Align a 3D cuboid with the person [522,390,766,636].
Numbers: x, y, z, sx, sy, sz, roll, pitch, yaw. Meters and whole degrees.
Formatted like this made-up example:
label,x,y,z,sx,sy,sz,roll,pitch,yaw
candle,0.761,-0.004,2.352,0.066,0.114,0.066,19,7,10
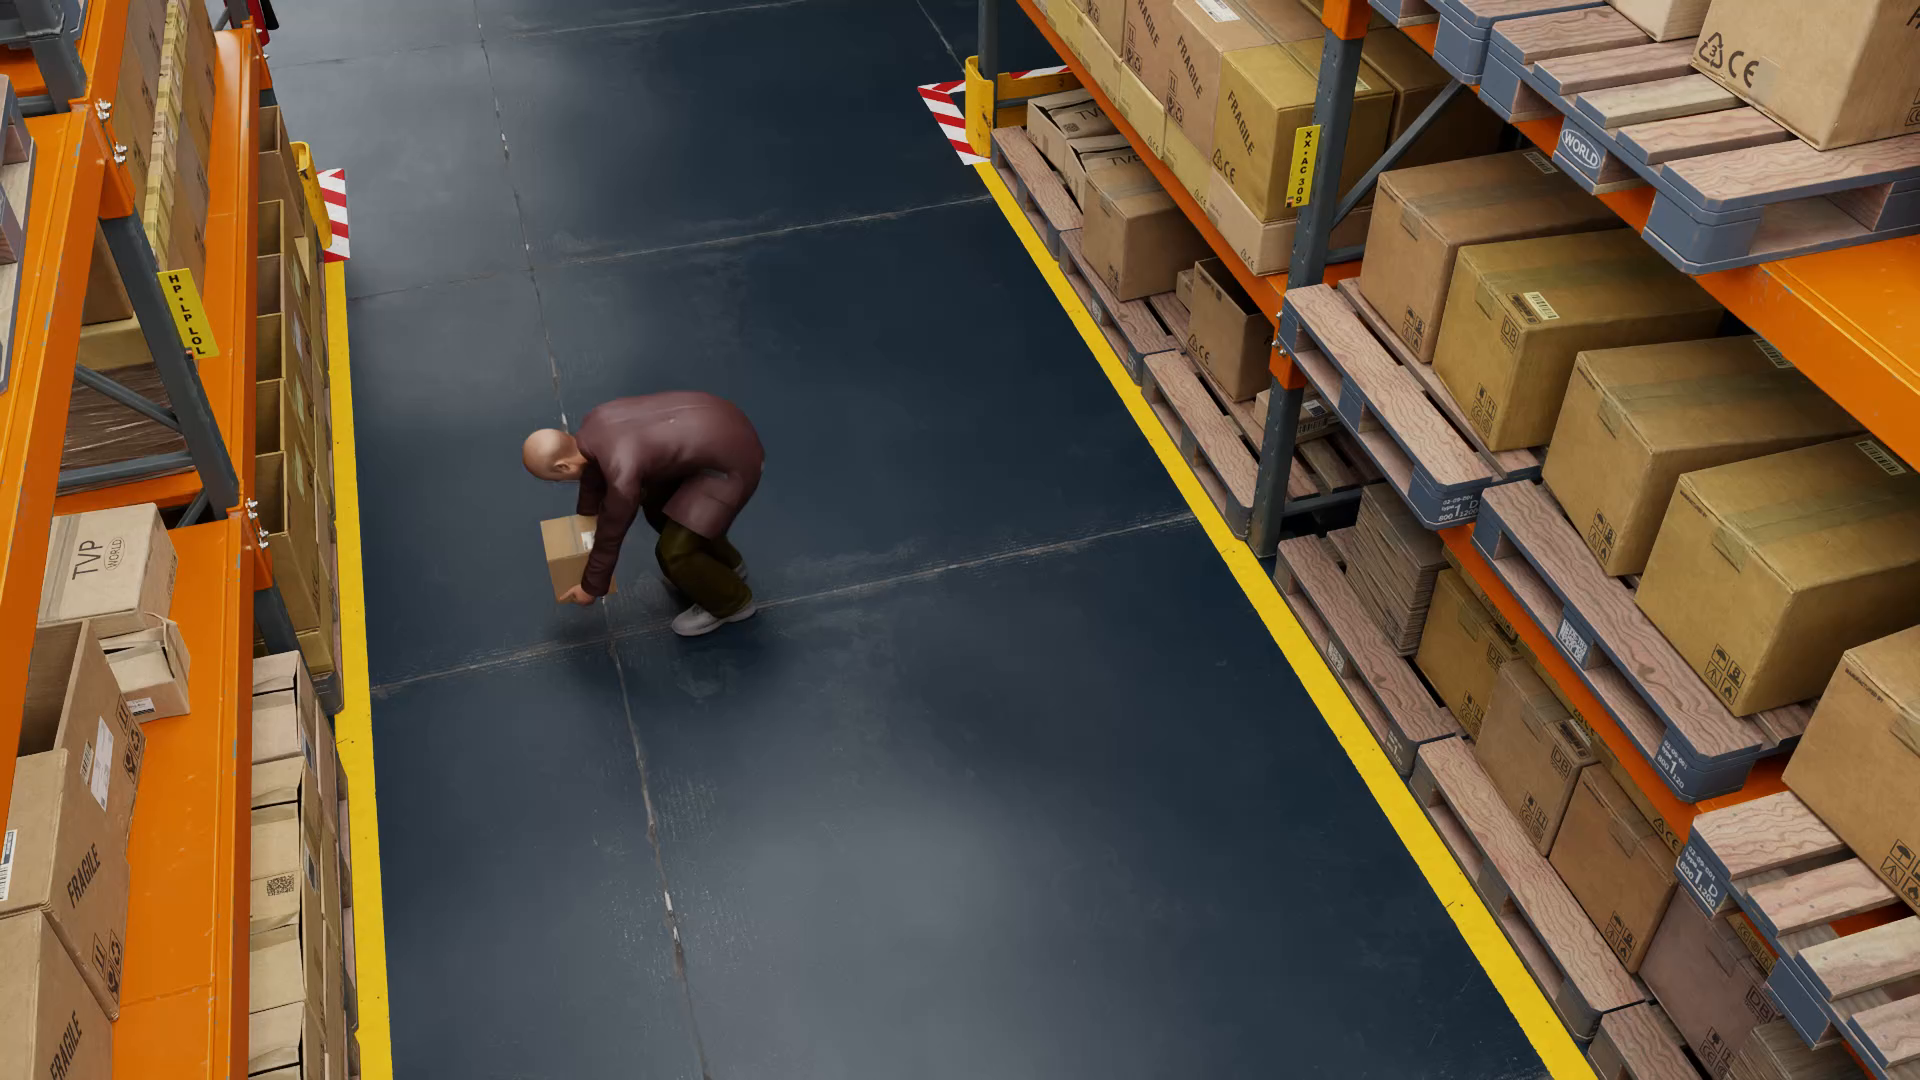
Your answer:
label,x,y,z,sx,sy,sz,roll,pitch,yaw
person,-1.247,-0.100,6.815,0.942,1.069,0.590,-14,43,-15
